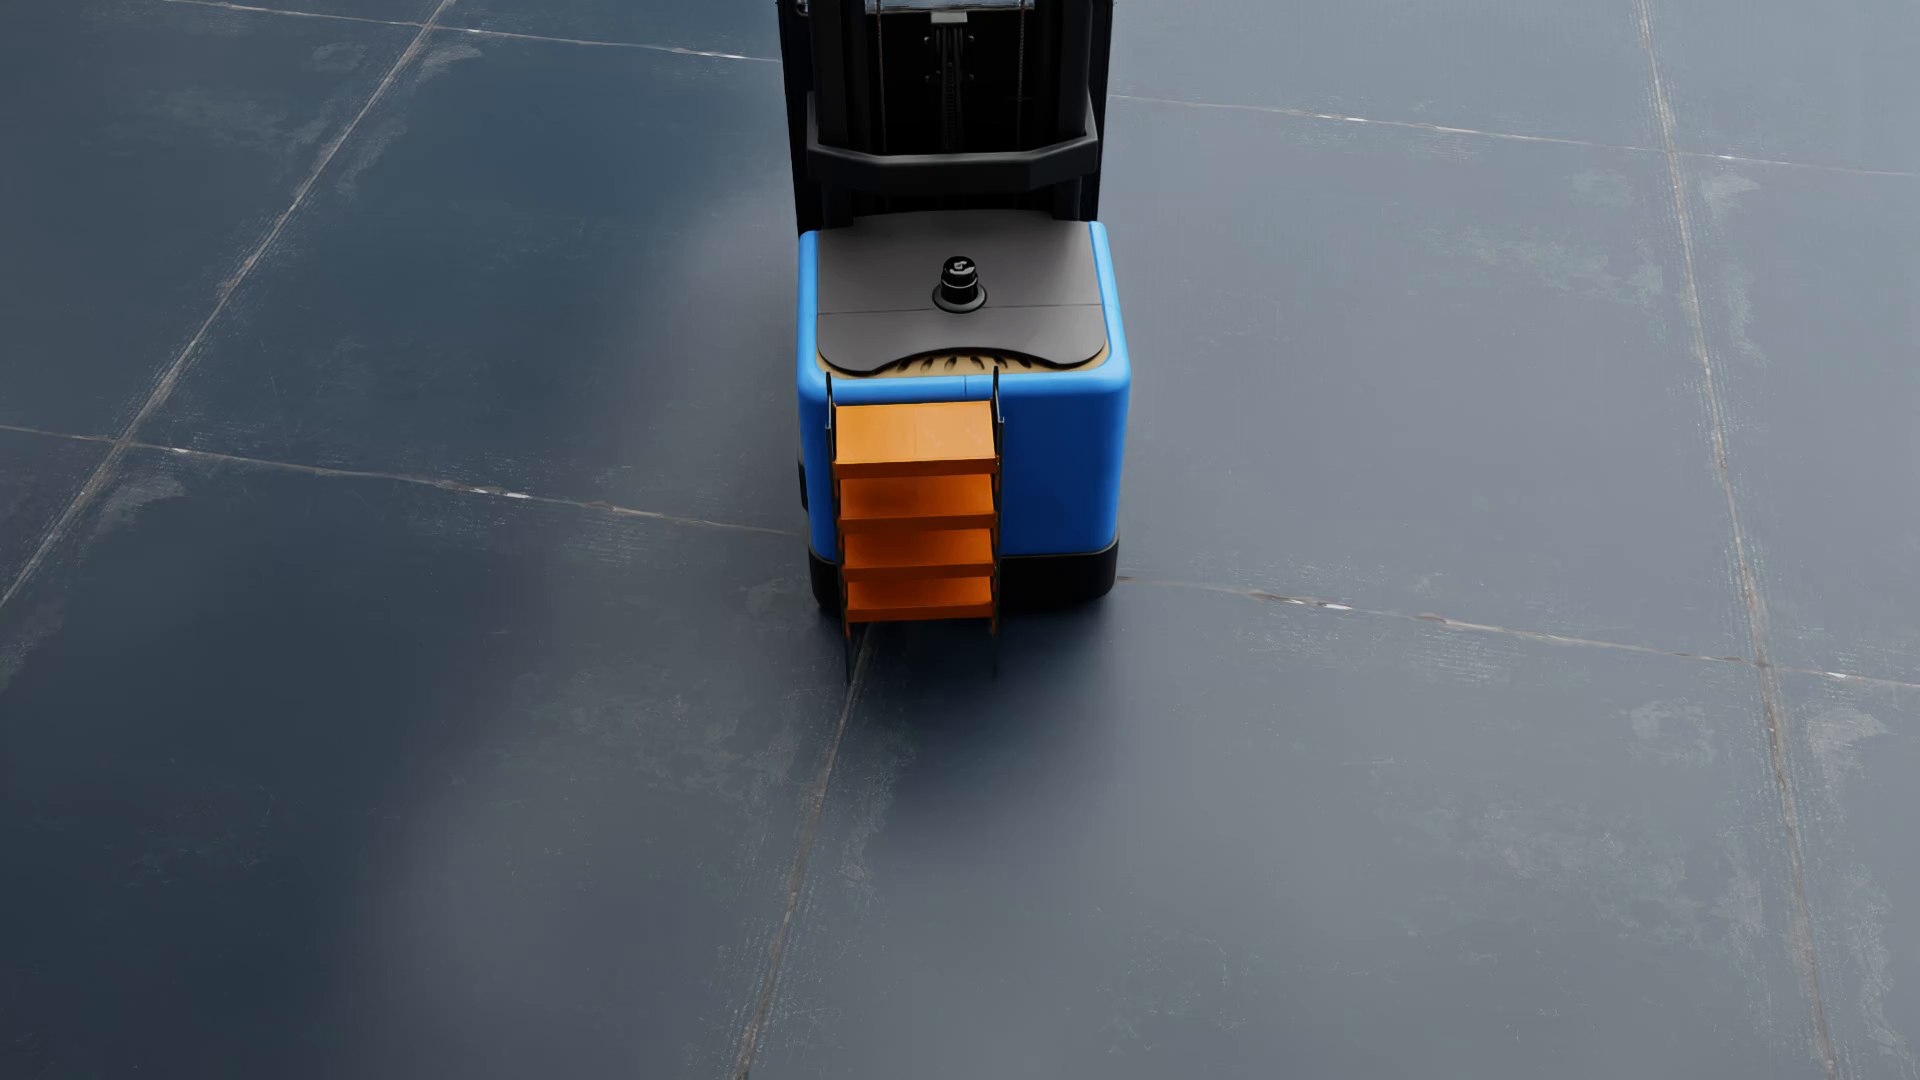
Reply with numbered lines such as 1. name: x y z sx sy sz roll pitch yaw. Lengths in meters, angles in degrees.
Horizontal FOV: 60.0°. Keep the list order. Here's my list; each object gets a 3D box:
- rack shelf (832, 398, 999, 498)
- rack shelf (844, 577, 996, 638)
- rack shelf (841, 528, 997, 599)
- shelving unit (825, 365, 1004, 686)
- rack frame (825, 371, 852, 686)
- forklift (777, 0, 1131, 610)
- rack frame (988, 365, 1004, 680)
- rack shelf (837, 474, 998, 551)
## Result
1. rack shelf: -0.133 -0.273 4.909 0.480 0.148 0.258 -2 48 -2
2. rack shelf: -0.133 0.166 5.400 0.480 0.148 0.258 -2 48 -2
3. rack shelf: -0.133 0.033 5.252 0.480 0.148 0.258 -2 48 -2
4. shelving unit: -0.133 -0.011 5.202 0.503 1.200 0.258 -2 48 -2
5. rack frame: -0.376 -0.002 5.193 0.015 1.200 0.240 -2 48 -2
6. forklift: -0.060 -1.832 5.674 1.130 2.935 3.031 -2 48 -2
7. rack frame: 0.111 -0.021 5.211 0.015 1.200 0.240 -2 48 -2
8. rack shelf: -0.133 -0.116 5.085 0.480 0.148 0.258 -2 48 -2
